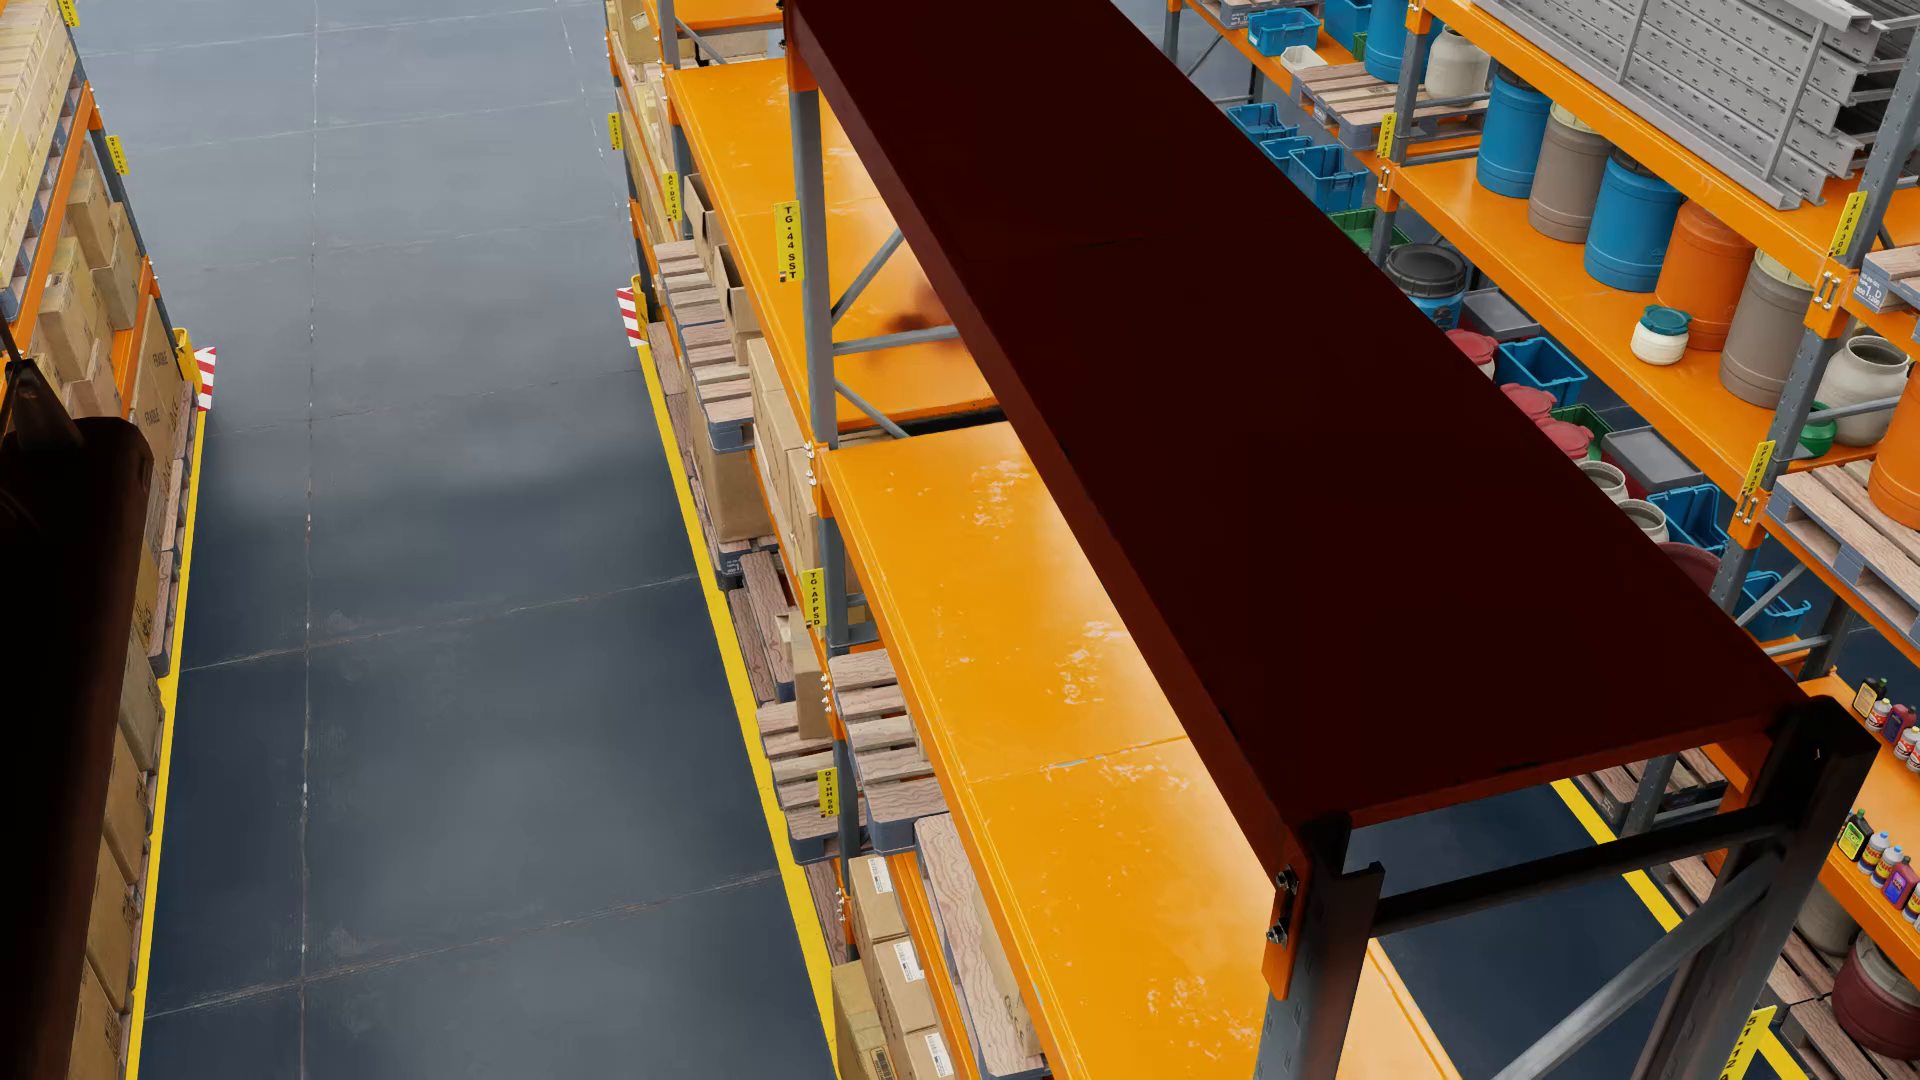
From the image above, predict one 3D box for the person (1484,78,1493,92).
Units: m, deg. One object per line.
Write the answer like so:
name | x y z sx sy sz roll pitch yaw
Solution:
person | 5.628 -5.465 18.409 0.702 1.663 0.746 9 39 12
